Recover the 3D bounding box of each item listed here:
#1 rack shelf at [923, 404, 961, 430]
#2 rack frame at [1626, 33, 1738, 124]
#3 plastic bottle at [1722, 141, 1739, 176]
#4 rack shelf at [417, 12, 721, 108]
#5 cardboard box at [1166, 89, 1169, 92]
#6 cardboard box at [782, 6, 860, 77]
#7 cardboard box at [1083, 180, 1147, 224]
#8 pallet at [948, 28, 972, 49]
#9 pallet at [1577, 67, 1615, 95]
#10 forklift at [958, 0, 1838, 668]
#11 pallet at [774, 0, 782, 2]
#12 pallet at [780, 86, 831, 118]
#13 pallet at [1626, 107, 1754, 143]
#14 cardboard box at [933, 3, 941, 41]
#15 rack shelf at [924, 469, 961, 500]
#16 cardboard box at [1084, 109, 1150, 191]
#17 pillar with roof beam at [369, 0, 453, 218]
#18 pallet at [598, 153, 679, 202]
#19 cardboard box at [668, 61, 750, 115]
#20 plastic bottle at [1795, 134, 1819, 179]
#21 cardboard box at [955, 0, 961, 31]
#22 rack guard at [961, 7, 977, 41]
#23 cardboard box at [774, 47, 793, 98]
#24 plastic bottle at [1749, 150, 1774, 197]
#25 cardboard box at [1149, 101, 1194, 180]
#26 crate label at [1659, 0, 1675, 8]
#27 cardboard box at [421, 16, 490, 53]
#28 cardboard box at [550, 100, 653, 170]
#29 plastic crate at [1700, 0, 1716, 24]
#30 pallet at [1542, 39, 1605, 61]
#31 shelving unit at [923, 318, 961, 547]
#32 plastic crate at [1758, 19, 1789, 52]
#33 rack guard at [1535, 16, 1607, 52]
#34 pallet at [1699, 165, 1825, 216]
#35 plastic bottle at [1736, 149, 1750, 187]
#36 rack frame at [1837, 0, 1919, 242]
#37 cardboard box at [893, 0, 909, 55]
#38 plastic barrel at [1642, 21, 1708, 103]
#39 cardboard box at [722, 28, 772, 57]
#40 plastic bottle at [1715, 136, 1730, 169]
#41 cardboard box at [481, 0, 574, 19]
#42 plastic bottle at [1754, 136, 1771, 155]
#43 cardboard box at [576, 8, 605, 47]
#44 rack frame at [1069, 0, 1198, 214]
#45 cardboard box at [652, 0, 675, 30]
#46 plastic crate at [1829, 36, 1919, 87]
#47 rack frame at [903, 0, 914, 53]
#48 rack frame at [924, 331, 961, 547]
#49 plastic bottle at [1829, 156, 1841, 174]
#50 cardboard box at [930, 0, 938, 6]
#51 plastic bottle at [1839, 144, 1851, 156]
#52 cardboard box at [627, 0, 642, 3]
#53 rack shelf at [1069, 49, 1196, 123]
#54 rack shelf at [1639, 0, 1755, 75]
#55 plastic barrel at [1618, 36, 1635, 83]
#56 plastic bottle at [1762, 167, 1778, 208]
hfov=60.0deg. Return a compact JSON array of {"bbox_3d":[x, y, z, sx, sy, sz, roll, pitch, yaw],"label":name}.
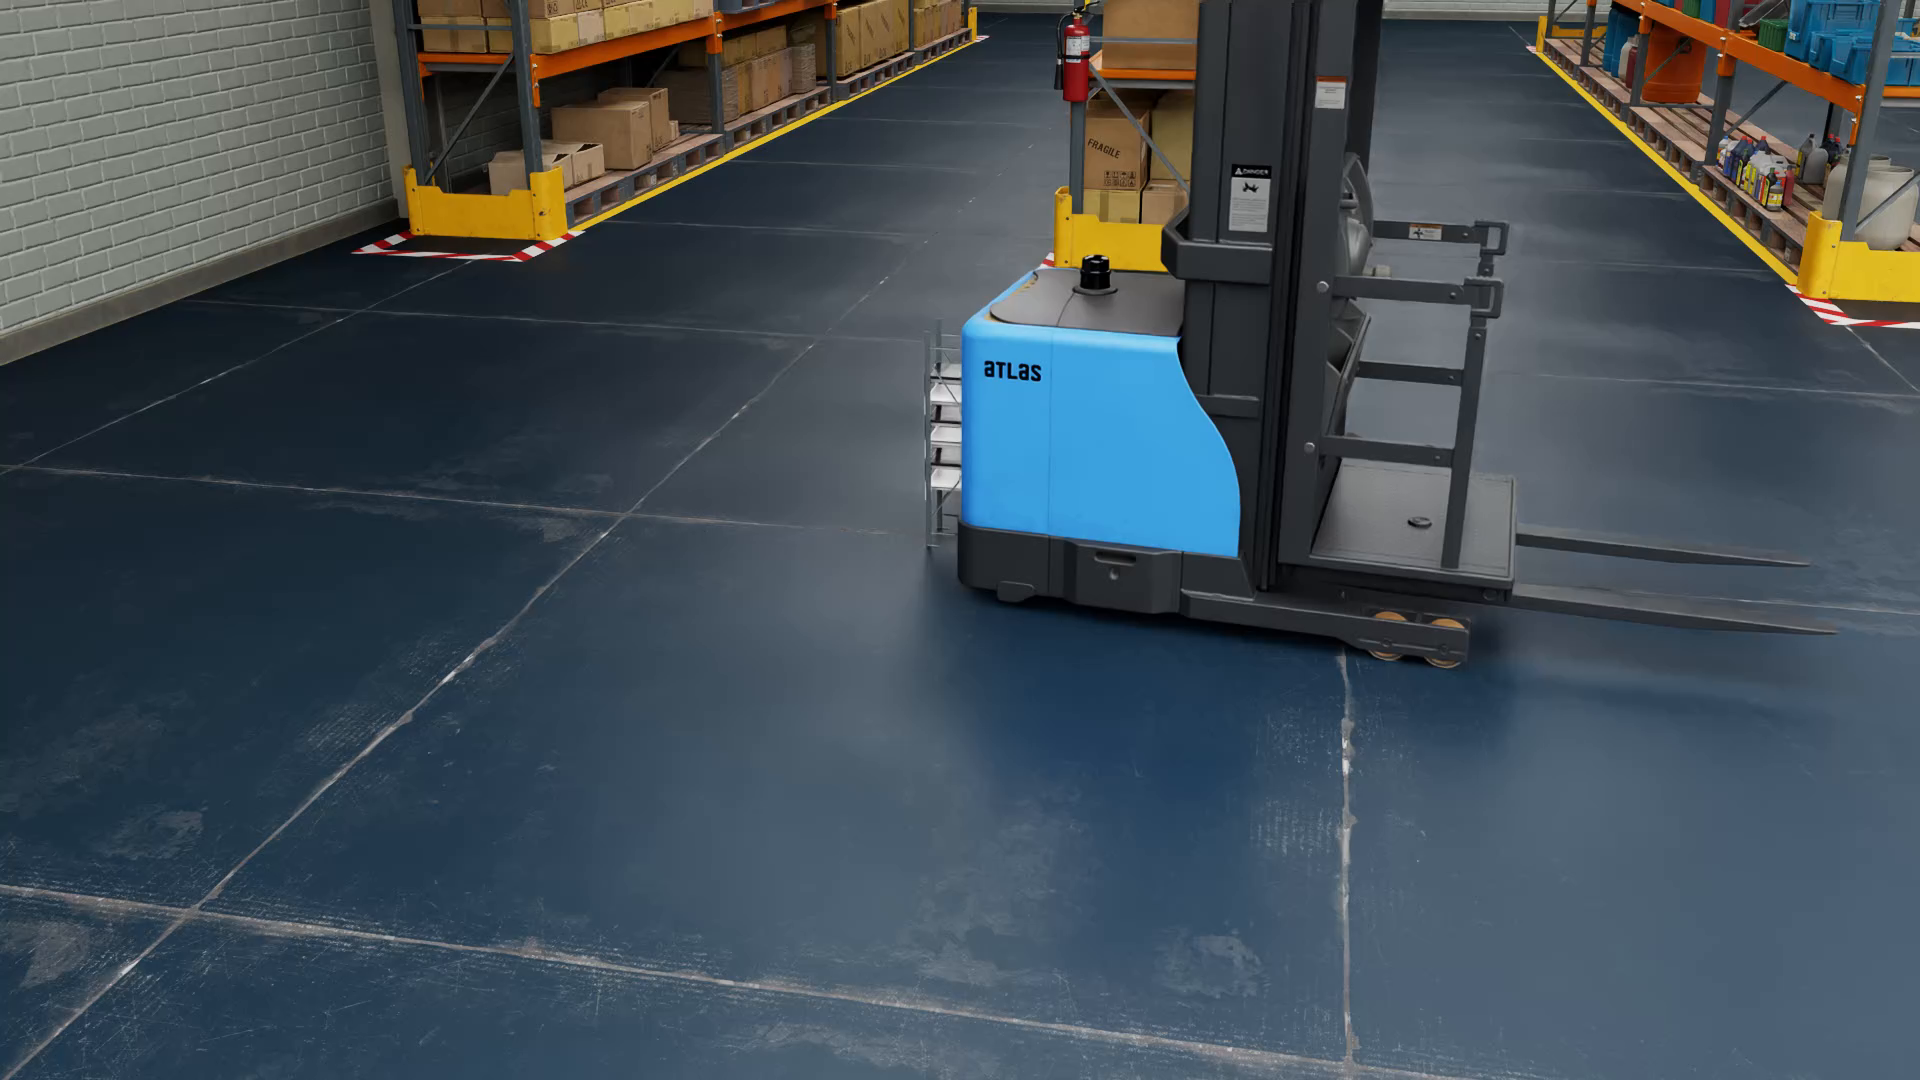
[{"bbox_3d":[0.001,-0.473,6.672,0.258,0.077,0.200,5,22,11],"label":"rack shelf"},{"bbox_3d":[7.736,-5.866,17.404,1.000,3.000,0.127,4,22,11],"label":"rack frame"},{"bbox_3d":[6.387,-3.140,13.693,0.152,0.276,0.135,5,23,13],"label":"plastic bottle"},{"bbox_3d":[-3.186,-4.093,13.965,1.077,0.370,4.000,4,22,11],"label":"rack shelf"},{"bbox_3d":[1.467,-3.538,13.738,0.500,0.500,0.500,4,22,11],"label":"cardboard box"},{"bbox_3d":[-1.684,-6.078,20.245,0.750,0.750,0.750,4,22,10],"label":"cardboard box"},{"bbox_3d":[1.076,-2.457,12.058,0.500,0.250,0.500,4,22,11],"label":"cardboard box"},{"bbox_3d":[-0.416,-7.955,26.324,1.003,0.211,1.213,4,22,11],"label":"pallet"},{"bbox_3d":[8.354,-5.757,20.864,1.003,0.211,1.213,4,22,11],"label":"pallet"},{"bbox_3d":[1.566,-1.139,5.759,3.031,2.935,1.130,7,23,17],"label":"forklift"},{"bbox_3d":[-2.326,-5.805,17.510,1.003,0.211,1.213,4,22,11],"label":"pallet"},{"bbox_3d":[-2.123,-5.042,19.091,1.003,0.211,1.213,4,22,11],"label":"pallet"},{"bbox_3d":[7.540,-4.292,17.229,1.003,0.211,1.213,4,22,11],"label":"pallet"},{"bbox_3d":[-0.680,-7.756,24.881,0.700,0.500,0.500,5,22,12],"label":"cardboard box"},{"bbox_3d":[0.001,-0.223,6.773,0.258,0.077,0.200,5,22,11],"label":"rack shelf"},{"bbox_3d":[1.074,-2.805,11.919,0.500,0.500,0.500,4,22,11],"label":"cardboard box"},{"bbox_3d":[-0.084,-6.472,10.878,9.100,9.000,0.400,4,22,11],"label":"pillar with roof beam"},{"bbox_3d":[-3.128,-3.169,14.440,1.003,0.211,1.213,4,22,11],"label":"pallet"},{"bbox_3d":[-2.588,-4.666,17.182,0.700,0.500,0.500,4,22,10],"label":"cardboard box"},{"bbox_3d":[6.930,-3.132,13.572,0.144,0.351,0.185,4,22,11],"label":"plastic bottle"},{"bbox_3d":[-0.375,-8.319,26.278,0.700,0.500,0.500,4,22,11],"label":"cardboard box"},{"bbox_3d":[-0.325,-8.396,27.032,1.175,0.500,0.348,4,22,11],"label":"rack guard"},{"bbox_3d":[-2.277,-5.219,18.554,0.700,0.500,0.500,4,22,11],"label":"cardboard box"},{"bbox_3d":[6.186,-2.822,12.803,0.144,0.351,0.185,5,23,13],"label":"plastic bottle"},{"bbox_3d":[1.683,-2.949,12.275,0.500,0.500,0.500,4,22,11],"label":"cardboard box"},{"bbox_3d":[7.269,-5.540,16.546,0.502,0.435,0.616,4,22,11],"label":"crate label"},{"bbox_3d":[-3.689,-3.821,12.500,0.500,0.250,0.500,5,22,12],"label":"cardboard box"},{"bbox_3d":[-3.050,-3.459,14.185,0.700,0.500,0.500,3,22,8],"label":"cardboard box"},{"bbox_3d":[6.841,-4.823,14.835,0.392,0.384,0.575,4,22,11],"label":"plastic crate"},{"bbox_3d":[9.163,-7.200,24.448,1.003,0.211,1.213,4,22,11],"label":"pallet"},{"bbox_3d":[0.001,-0.420,6.693,0.258,0.900,0.210,5,22,11],"label":"shelving unit"},{"bbox_3d":[6.367,-3.830,12.632,0.450,0.188,0.662,4,22,11],"label":"plastic crate"},{"bbox_3d":[9.361,-7.642,25.160,1.175,0.500,0.348,4,22,11],"label":"rack guard"},{"bbox_3d":[6.742,-2.867,13.690,1.003,0.211,1.213,4,22,11],"label":"pallet"},{"bbox_3d":[6.236,-2.957,13.229,0.061,0.283,0.133,5,23,13],"label":"plastic bottle"},{"bbox_3d":[6.104,-2.940,10.139,1.000,3.000,0.127,4,22,11],"label":"rack frame"},{"bbox_3d":[-1.151,-7.034,22.620,0.750,0.750,0.750,5,22,12],"label":"cardboard box"},{"bbox_3d":[7.820,-5.234,18.178,0.600,0.830,0.708,4,22,11],"label":"plastic barrel"},{"bbox_3d":[-2.336,-5.354,17.886,0.500,0.250,0.500,4,22,11],"label":"cardboard box"},{"bbox_3d":[6.426,-3.259,13.993,0.097,0.271,0.097,0,22,0],"label":"plastic bottle"},{"bbox_3d":[-3.203,-4.135,12.275,0.500,0.500,0.500,4,22,11],"label":"cardboard box"},{"bbox_3d":[6.490,-3.104,13.502,0.144,0.351,0.185,4,22,11],"label":"plastic bottle"},{"bbox_3d":[-3.092,-3.981,12.896,0.500,0.250,0.500,4,22,9],"label":"cardboard box"},{"bbox_3d":[1.256,-3.319,11.080,1.000,3.000,0.127,4,22,11],"label":"rack frame"},{"bbox_3d":[-2.776,-4.535,14.273,0.500,0.250,0.500,4,22,11],"label":"cardboard box"},{"bbox_3d":[5.913,-3.077,10.678,0.499,0.251,0.616,4,22,11],"label":"plastic crate"},{"bbox_3d":[-1.146,-8.084,22.911,1.000,3.000,0.127,4,22,11],"label":"rack frame"},{"bbox_3d":[-0.020,-0.383,6.601,0.240,0.900,0.006,5,22,11],"label":"rack frame"},{"bbox_3d":[6.825,-2.850,12.963,0.061,0.283,0.133,4,22,11],"label":"plastic bottle"},{"bbox_3d":[-0.538,-7.988,24.589,0.380,0.149,0.250,4,22,9],"label":"cardboard box"},{"bbox_3d":[6.966,-2.933,13.077,0.144,0.351,0.185,4,22,11],"label":"plastic bottle"},{"bbox_3d":[-2.887,-4.693,13.661,0.500,0.500,0.500,5,23,13],"label":"cardboard box"},{"bbox_3d":[1.664,-3.717,13.031,1.077,0.370,4.000,4,22,11],"label":"rack shelf"},{"bbox_3d":[7.328,-4.801,15.722,1.077,0.370,4.000,4,22,11],"label":"rack shelf"},{"bbox_3d":[8.078,-5.713,19.793,0.421,0.512,0.421,0,22,0],"label":"plastic barrel"},{"bbox_3d":[6.056,-2.634,12.425,0.061,0.283,0.133,5,22,12],"label":"plastic bottle"}]
